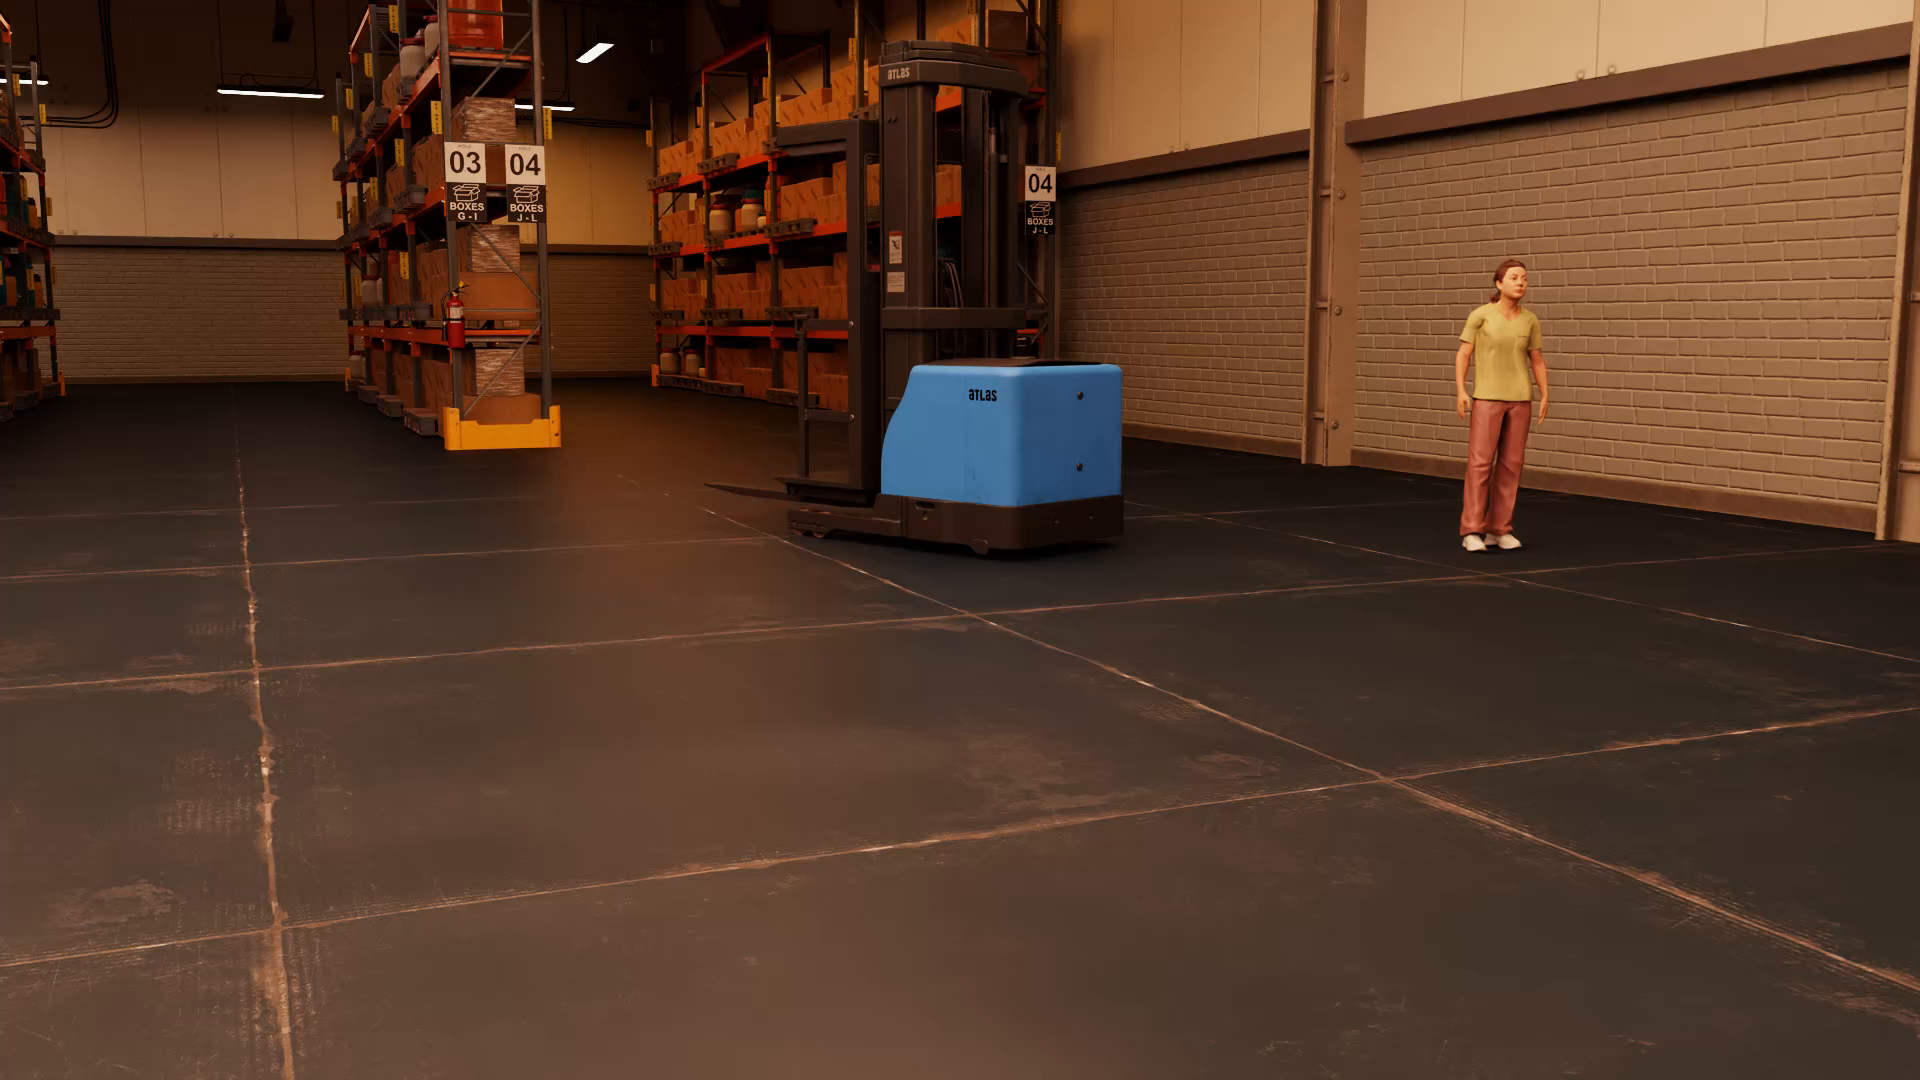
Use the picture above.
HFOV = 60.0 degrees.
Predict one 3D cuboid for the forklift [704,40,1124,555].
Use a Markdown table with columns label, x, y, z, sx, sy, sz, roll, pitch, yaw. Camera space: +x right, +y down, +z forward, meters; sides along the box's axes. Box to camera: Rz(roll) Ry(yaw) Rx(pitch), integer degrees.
| label | x | y | z | sx | sy | sz | roll | pitch | yaw |
| --- | --- | --- | --- | --- | --- | --- | --- | --- | --- |
| forklift | -0.436 | -1.509 | 10.383 | 3.031 | 2.935 | 1.130 | 7 | 10 | 44 |

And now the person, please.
| label | x | y | z | sx | sy | sz | roll | pitch | yaw |
| --- | --- | --- | --- | --- | --- | --- | --- | --- | --- |
| person | 3.180 | -0.785 | 9.664 | 0.553 | 1.677 | 0.547 | -1 | 8 | -4 |
